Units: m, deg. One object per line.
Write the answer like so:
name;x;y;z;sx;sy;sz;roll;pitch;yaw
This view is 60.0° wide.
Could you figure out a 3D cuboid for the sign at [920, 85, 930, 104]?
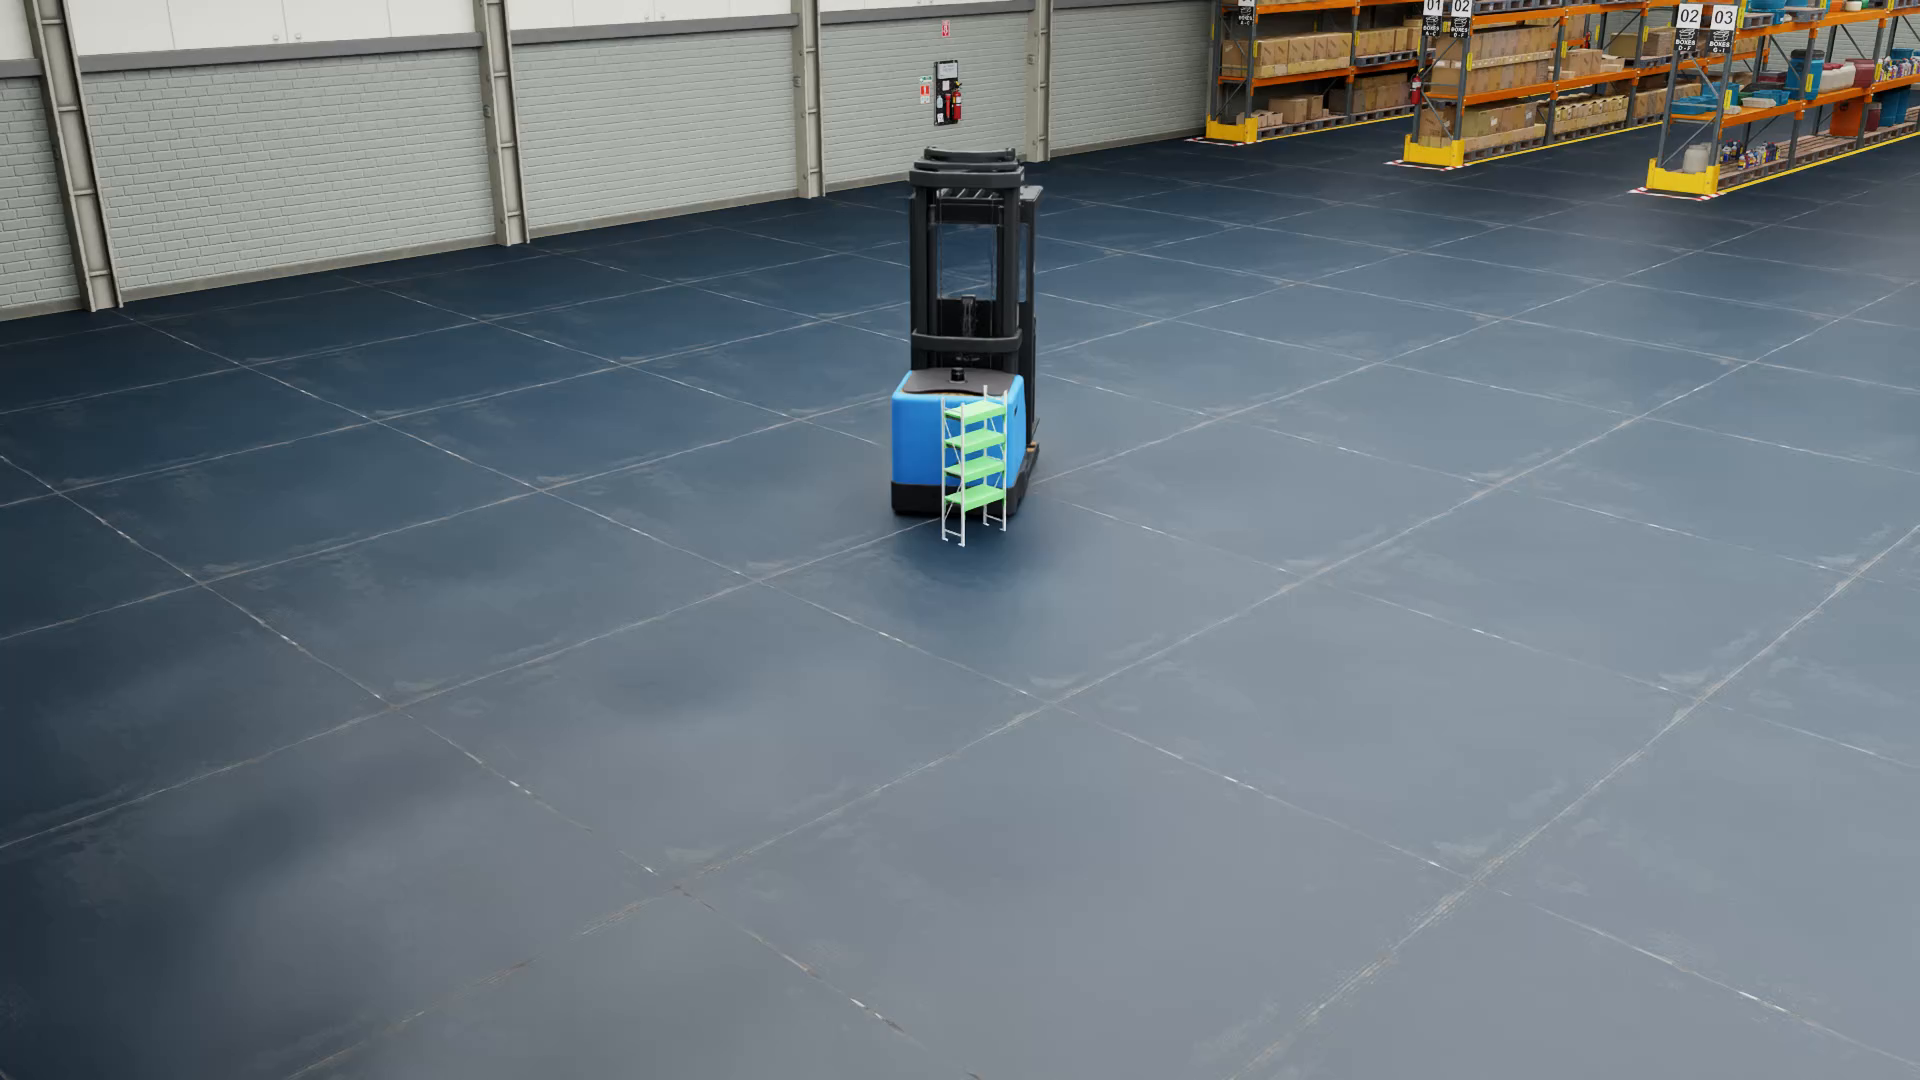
sign;-0.650;-8.286;30.901;0.001;0.329;0.234;19;28;41

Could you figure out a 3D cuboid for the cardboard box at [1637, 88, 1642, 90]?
cardboard box;15.856;-10.445;39.440;0.500;0.500;0.500;18;27;39

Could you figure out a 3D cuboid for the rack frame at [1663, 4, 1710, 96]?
rack frame;17.801;-12.003;40.621;1.000;3.000;0.127;19;28;41

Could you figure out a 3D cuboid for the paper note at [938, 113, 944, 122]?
paper note;-0.363;-7.946;31.294;0.016;0.148;0.142;19;28;41

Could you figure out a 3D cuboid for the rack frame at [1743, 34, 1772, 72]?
rack frame;20.592;-13.031;43.296;1.000;3.000;0.127;19;28;41

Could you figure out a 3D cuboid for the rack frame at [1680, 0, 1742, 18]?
rack frame;12.976;-10.478;28.291;1.000;3.000;0.127;19;28;41

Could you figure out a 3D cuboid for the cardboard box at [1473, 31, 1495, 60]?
cardboard box;10.165;-9.837;33.040;0.700;0.500;0.500;18;28;39

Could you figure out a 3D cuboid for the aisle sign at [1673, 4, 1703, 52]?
aisle sign;12.713;-8.947;29.047;0.394;0.787;0.004;19;28;41

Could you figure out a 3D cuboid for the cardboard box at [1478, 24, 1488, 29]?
cardboard box;13.058;-12.864;42.281;0.500;0.500;0.500;-19;28;-41

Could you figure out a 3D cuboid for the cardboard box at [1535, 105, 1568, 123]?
cardboard box;12.687;-9.164;35.702;0.500;0.311;0.500;19;28;41

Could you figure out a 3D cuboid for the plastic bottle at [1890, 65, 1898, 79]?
plastic bottle;20.058;-10.063;35.747;0.152;0.276;0.135;19;28;41

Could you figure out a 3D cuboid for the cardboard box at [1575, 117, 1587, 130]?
cardboard box;13.396;-9.165;36.486;0.500;0.250;0.500;18;28;39

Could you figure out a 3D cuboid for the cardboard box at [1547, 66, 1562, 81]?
cardboard box;12.532;-10.014;35.655;0.500;0.250;0.500;-18;27;-39

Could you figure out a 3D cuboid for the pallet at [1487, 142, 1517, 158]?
pallet;10.784;-8.136;34.447;1.003;0.211;1.213;19;28;41

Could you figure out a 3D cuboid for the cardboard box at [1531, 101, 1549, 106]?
cardboard box;12.656;-9.432;36.398;0.500;0.311;0.500;-19;28;-41

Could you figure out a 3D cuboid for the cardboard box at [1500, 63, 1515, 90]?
cardboard box;10.843;-9.480;33.919;0.500;0.500;0.700;-19;28;-40

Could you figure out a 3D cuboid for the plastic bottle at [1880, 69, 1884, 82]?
plastic bottle;19.413;-9.825;35.129;0.152;0.276;0.135;19;28;41

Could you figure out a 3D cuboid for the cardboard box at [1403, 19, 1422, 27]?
cardboard box;11.026;-12.585;40.481;0.380;0.149;0.250;14;25;32

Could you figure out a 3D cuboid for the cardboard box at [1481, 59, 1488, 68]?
cardboard box;10.215;-9.447;32.928;0.380;0.149;0.250;19;28;41

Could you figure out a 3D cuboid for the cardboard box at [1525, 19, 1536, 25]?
cardboard box;14.639;-13.517;44.143;0.700;0.700;0.980;-20;28;-41

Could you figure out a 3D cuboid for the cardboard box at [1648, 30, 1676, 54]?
cardboard box;16.613;-11.776;39.306;0.700;0.500;0.500;12;24;27

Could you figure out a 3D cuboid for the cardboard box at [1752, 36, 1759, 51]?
cardboard box;20.115;-12.760;42.452;0.500;0.500;0.500;20;28;41

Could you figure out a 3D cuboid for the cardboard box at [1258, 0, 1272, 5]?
cardboard box;6.290;-11.636;35.320;0.500;0.500;0.500;-19;28;-41

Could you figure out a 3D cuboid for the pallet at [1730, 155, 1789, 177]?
pallet;15.268;-7.242;32.121;1.003;0.211;1.213;19;28;41

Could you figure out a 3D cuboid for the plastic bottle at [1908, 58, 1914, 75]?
plastic bottle;20.812;-10.373;36.451;0.144;0.351;0.185;19;28;41

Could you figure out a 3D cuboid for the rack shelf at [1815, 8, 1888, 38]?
rack shelf;17.162;-10.284;32.971;1.077;0.370;4.000;19;28;41

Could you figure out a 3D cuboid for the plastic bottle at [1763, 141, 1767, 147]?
plastic bottle;15.421;-7.473;31.915;0.144;0.351;0.185;19;28;41

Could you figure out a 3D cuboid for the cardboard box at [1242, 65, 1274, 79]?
cardboard box;6.446;-10.142;35.962;0.500;0.250;0.500;18;28;39

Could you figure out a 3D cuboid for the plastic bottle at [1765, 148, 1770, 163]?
plastic bottle;15.306;-7.304;31.569;0.133;0.283;0.061;-18;27;-39

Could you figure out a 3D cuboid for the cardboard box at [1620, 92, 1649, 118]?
cardboard box;15.533;-10.058;38.434;0.500;0.500;0.500;-19;28;-40

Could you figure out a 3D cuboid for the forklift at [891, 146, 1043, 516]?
forklift;0.143;-2.062;14.855;1.130;2.935;3.031;3;21;8

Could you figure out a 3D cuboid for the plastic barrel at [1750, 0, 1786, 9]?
plastic barrel;14.996;-10.307;30.744;0.600;0.901;0.708;19;28;41

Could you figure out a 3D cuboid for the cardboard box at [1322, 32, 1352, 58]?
cardboard box;8.560;-11.275;37.865;0.500;0.500;0.500;19;28;41

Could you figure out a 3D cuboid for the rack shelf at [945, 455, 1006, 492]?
rack shelf;0.115;-0.541;13.486;0.258;0.148;0.480;19;28;41

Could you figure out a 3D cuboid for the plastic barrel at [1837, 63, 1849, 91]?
plastic barrel;17.699;-9.360;33.589;0.421;0.512;0.421;0;21;0

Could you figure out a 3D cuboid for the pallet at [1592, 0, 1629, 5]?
pallet;13.823;-11.801;36.180;1.213;0.211;1.003;-19;28;-40

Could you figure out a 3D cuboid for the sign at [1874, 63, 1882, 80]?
sign;18.956;-9.674;34.335;0.100;0.325;0.005;19;28;41

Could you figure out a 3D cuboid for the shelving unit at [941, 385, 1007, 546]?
shelving unit;0.115;-0.601;13.463;0.258;1.200;0.503;19;28;41

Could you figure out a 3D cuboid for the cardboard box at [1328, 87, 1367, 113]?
cardboard box;9.170;-10.417;39.367;0.500;0.500;0.700;-19;28;-40

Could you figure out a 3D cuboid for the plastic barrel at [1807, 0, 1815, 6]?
plastic barrel;16.422;-10.693;32.334;0.600;0.901;0.600;0;21;0

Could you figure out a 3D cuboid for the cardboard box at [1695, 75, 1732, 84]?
cardboard box;19.108;-11.527;42.250;0.797;0.503;0.637;19;28;41

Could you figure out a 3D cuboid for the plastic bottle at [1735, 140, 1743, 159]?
plastic bottle;15.010;-7.535;32.076;0.144;0.351;0.185;19;28;41

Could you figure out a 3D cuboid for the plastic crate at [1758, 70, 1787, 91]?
plastic crate;15.885;-8.936;32.555;0.402;0.464;0.583;19;28;41

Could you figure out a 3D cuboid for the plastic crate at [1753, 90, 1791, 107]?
plastic crate;15.189;-8.284;31.153;0.499;0.251;0.616;19;28;41

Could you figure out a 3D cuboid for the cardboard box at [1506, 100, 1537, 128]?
cardboard box;11.696;-8.909;34.775;0.500;0.500;0.500;19;28;41

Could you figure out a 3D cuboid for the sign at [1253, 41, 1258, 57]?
sign;6.267;-10.425;35.310;0.100;0.325;0.005;19;28;41

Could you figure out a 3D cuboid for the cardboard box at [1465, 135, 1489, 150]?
cardboard box;10.309;-8.042;33.564;0.500;0.250;0.500;19;28;41

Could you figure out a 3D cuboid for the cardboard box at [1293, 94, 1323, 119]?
cardboard box;7.973;-9.947;38.143;0.500;0.500;0.500;17;27;37

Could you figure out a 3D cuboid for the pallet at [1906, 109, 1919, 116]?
pallet;22.684;-9.974;39.230;1.003;0.211;1.213;19;28;41

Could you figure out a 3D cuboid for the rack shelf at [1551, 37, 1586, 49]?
rack shelf;15.644;-13.420;45.311;1.077;0.370;4.000;19;28;41

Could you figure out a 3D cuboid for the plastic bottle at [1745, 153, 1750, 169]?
plastic bottle;14.635;-7.056;30.925;0.133;0.283;0.061;-20;28;-41

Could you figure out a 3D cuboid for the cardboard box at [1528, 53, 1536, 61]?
cardboard box;11.647;-9.973;34.298;0.380;0.149;0.250;19;28;41

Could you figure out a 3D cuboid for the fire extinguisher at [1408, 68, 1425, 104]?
fire extinguisher;9.015;-8.968;32.833;0.296;0.674;0.183;19;28;41

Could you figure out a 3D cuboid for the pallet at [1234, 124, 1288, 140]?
pallet;6.523;-9.075;36.890;1.003;0.211;1.213;19;28;41
